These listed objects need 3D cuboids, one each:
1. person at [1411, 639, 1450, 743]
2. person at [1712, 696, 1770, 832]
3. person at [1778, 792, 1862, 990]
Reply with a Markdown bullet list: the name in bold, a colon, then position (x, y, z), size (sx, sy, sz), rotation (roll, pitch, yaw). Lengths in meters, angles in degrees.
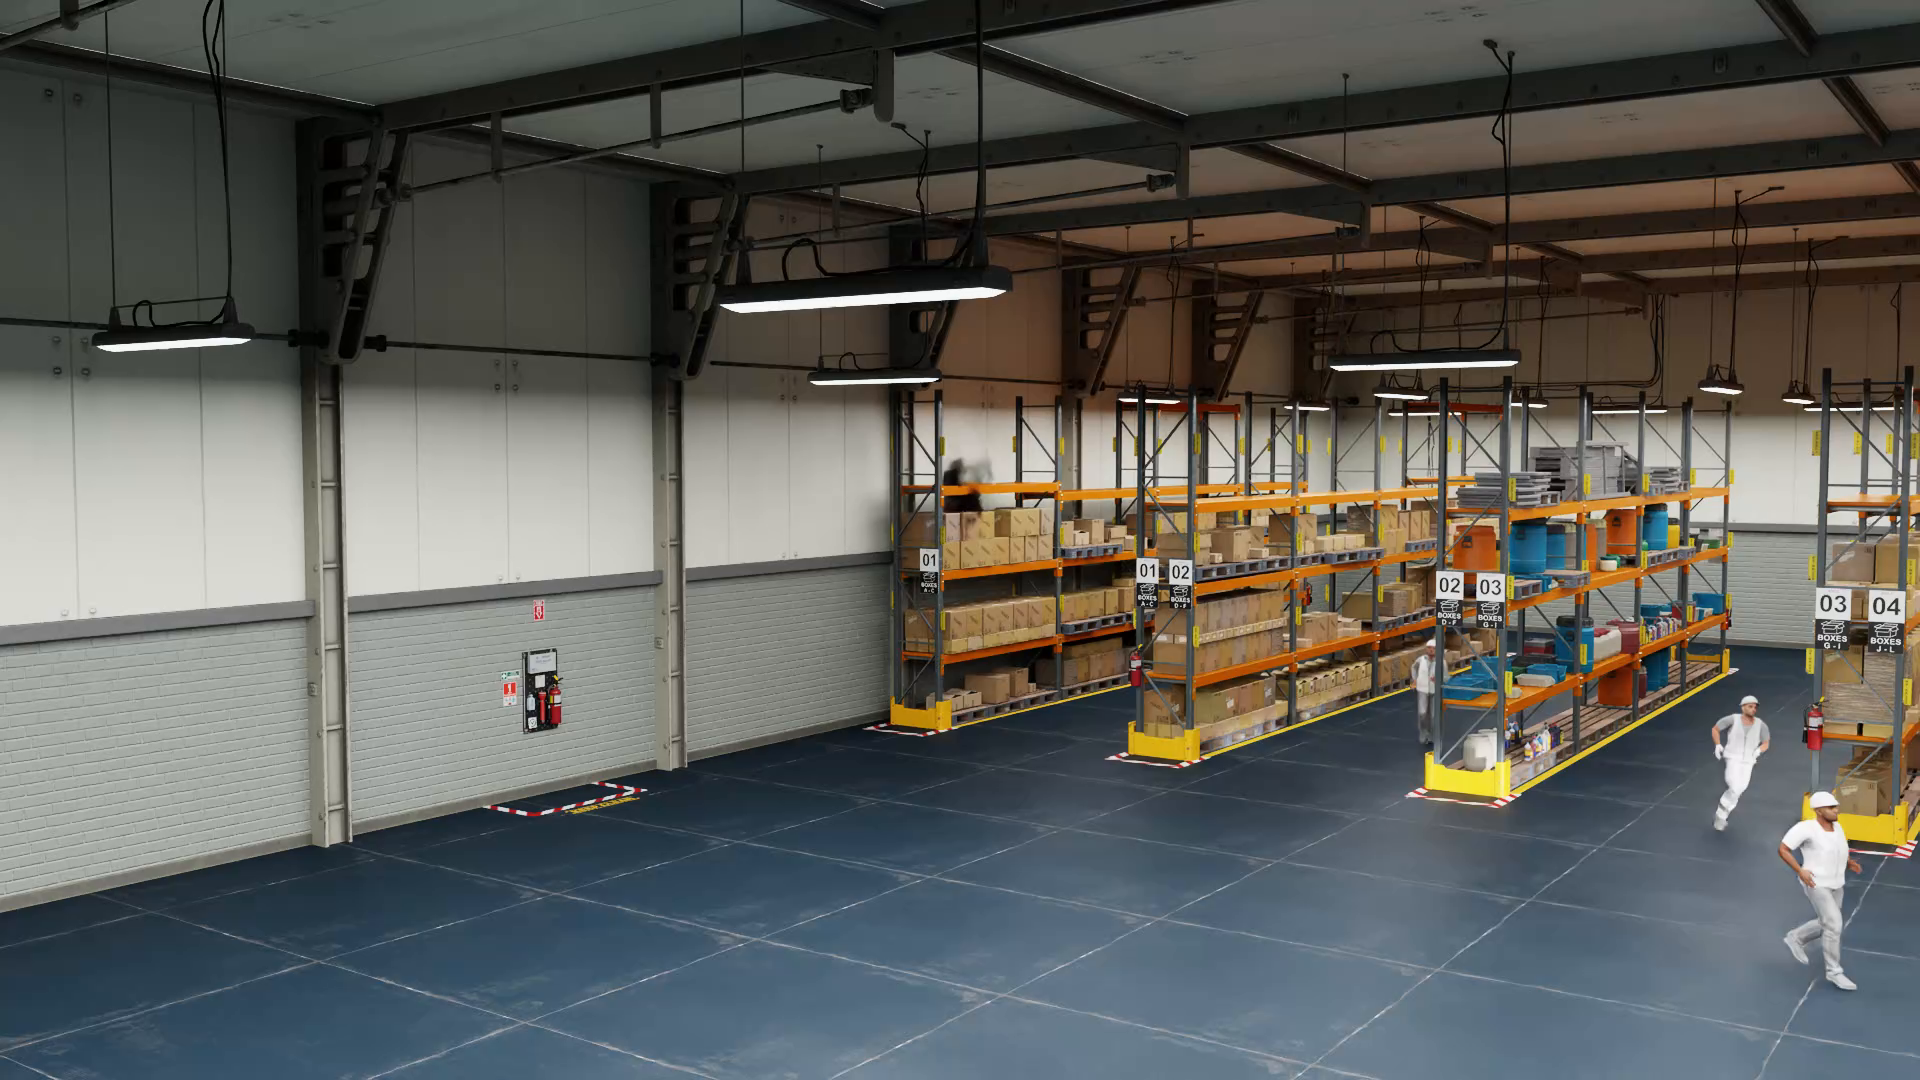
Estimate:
- **person**: position (7.883, 2.545, 27.908), size (0.644, 1.751, 0.642), rotation (1, 3, 17)
- **person**: position (10.171, 2.910, 21.641), size (0.684, 1.782, 0.653), rotation (0, 3, 5)
- **person**: position (8.072, 3.238, 15.608), size (0.701, 1.767, 0.827), rotation (-2, 4, -27)
